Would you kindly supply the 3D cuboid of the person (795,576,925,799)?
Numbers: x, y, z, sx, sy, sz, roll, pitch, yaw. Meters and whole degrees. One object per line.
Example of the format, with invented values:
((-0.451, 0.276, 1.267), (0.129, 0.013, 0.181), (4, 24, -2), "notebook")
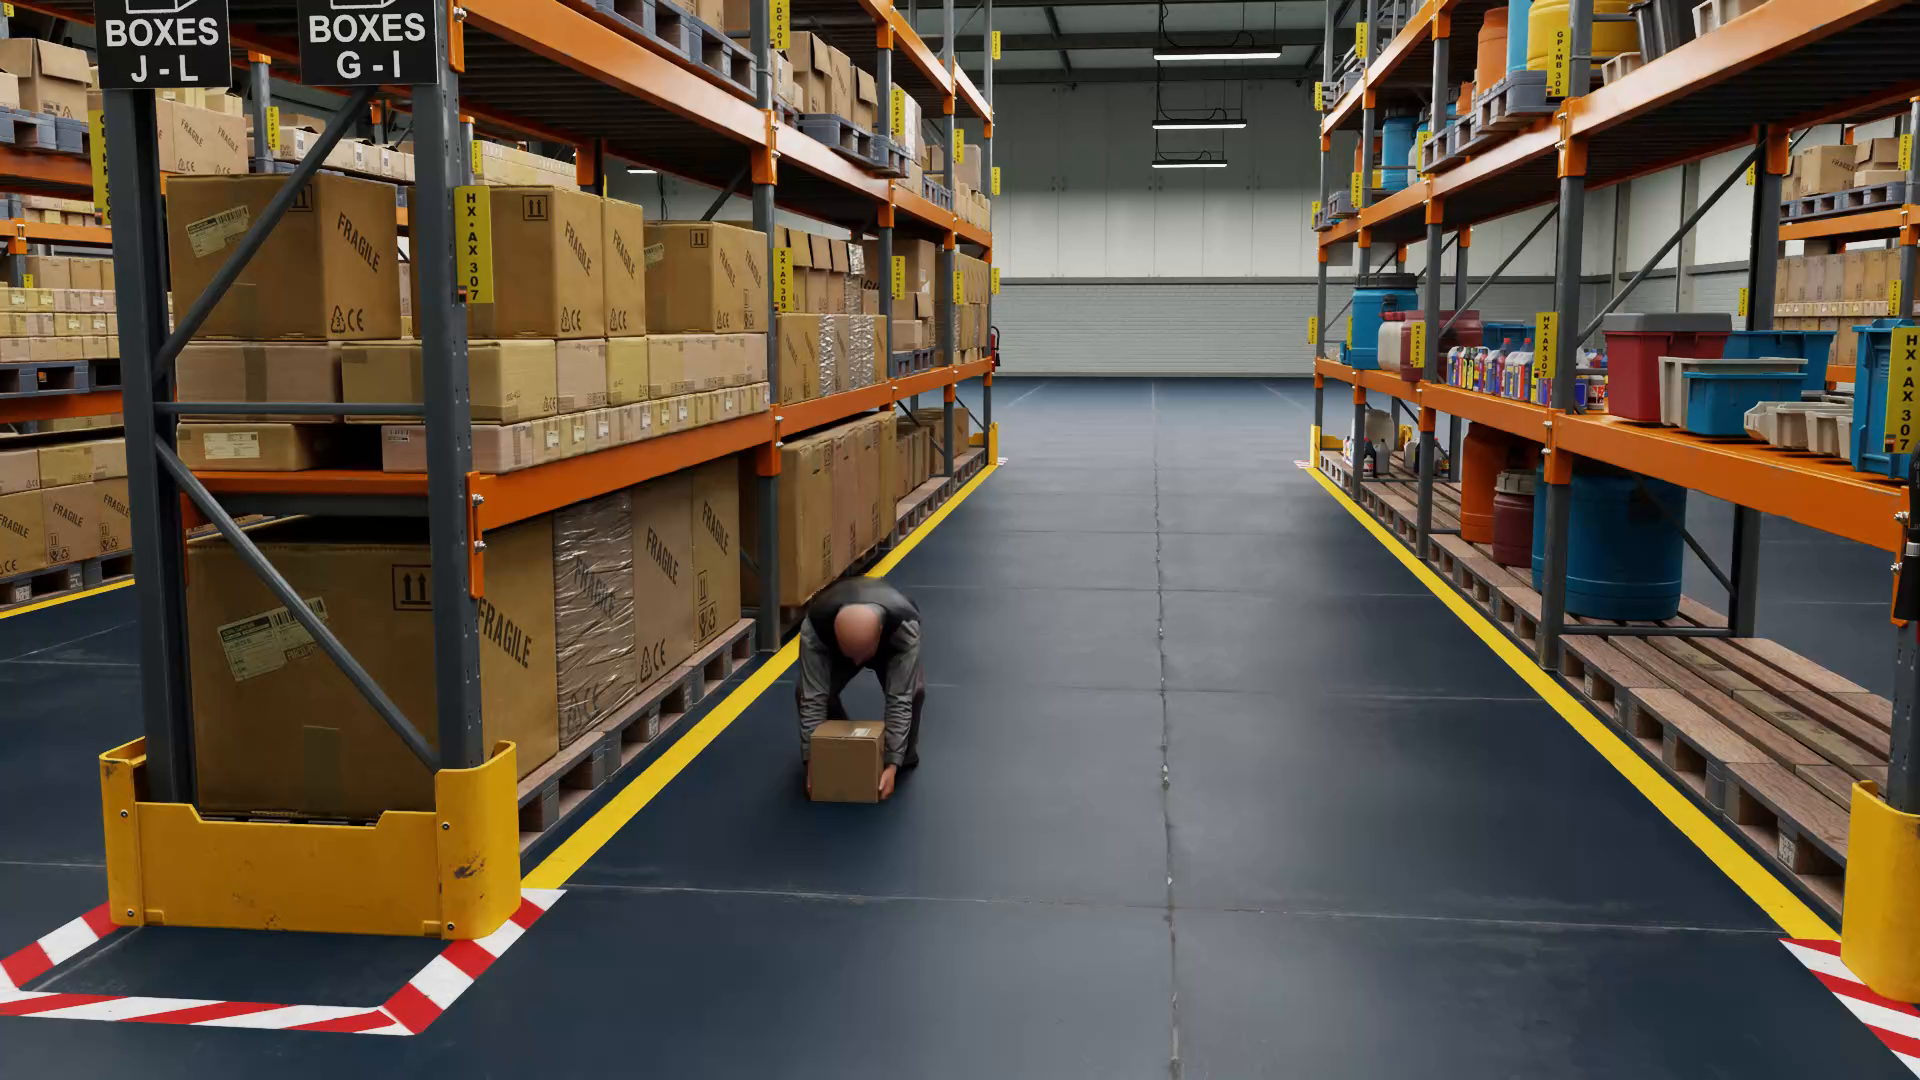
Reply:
((-0.384, 0.543, 6.510), (0.510, 0.789, 0.936), (1, 8, 5), "person")
